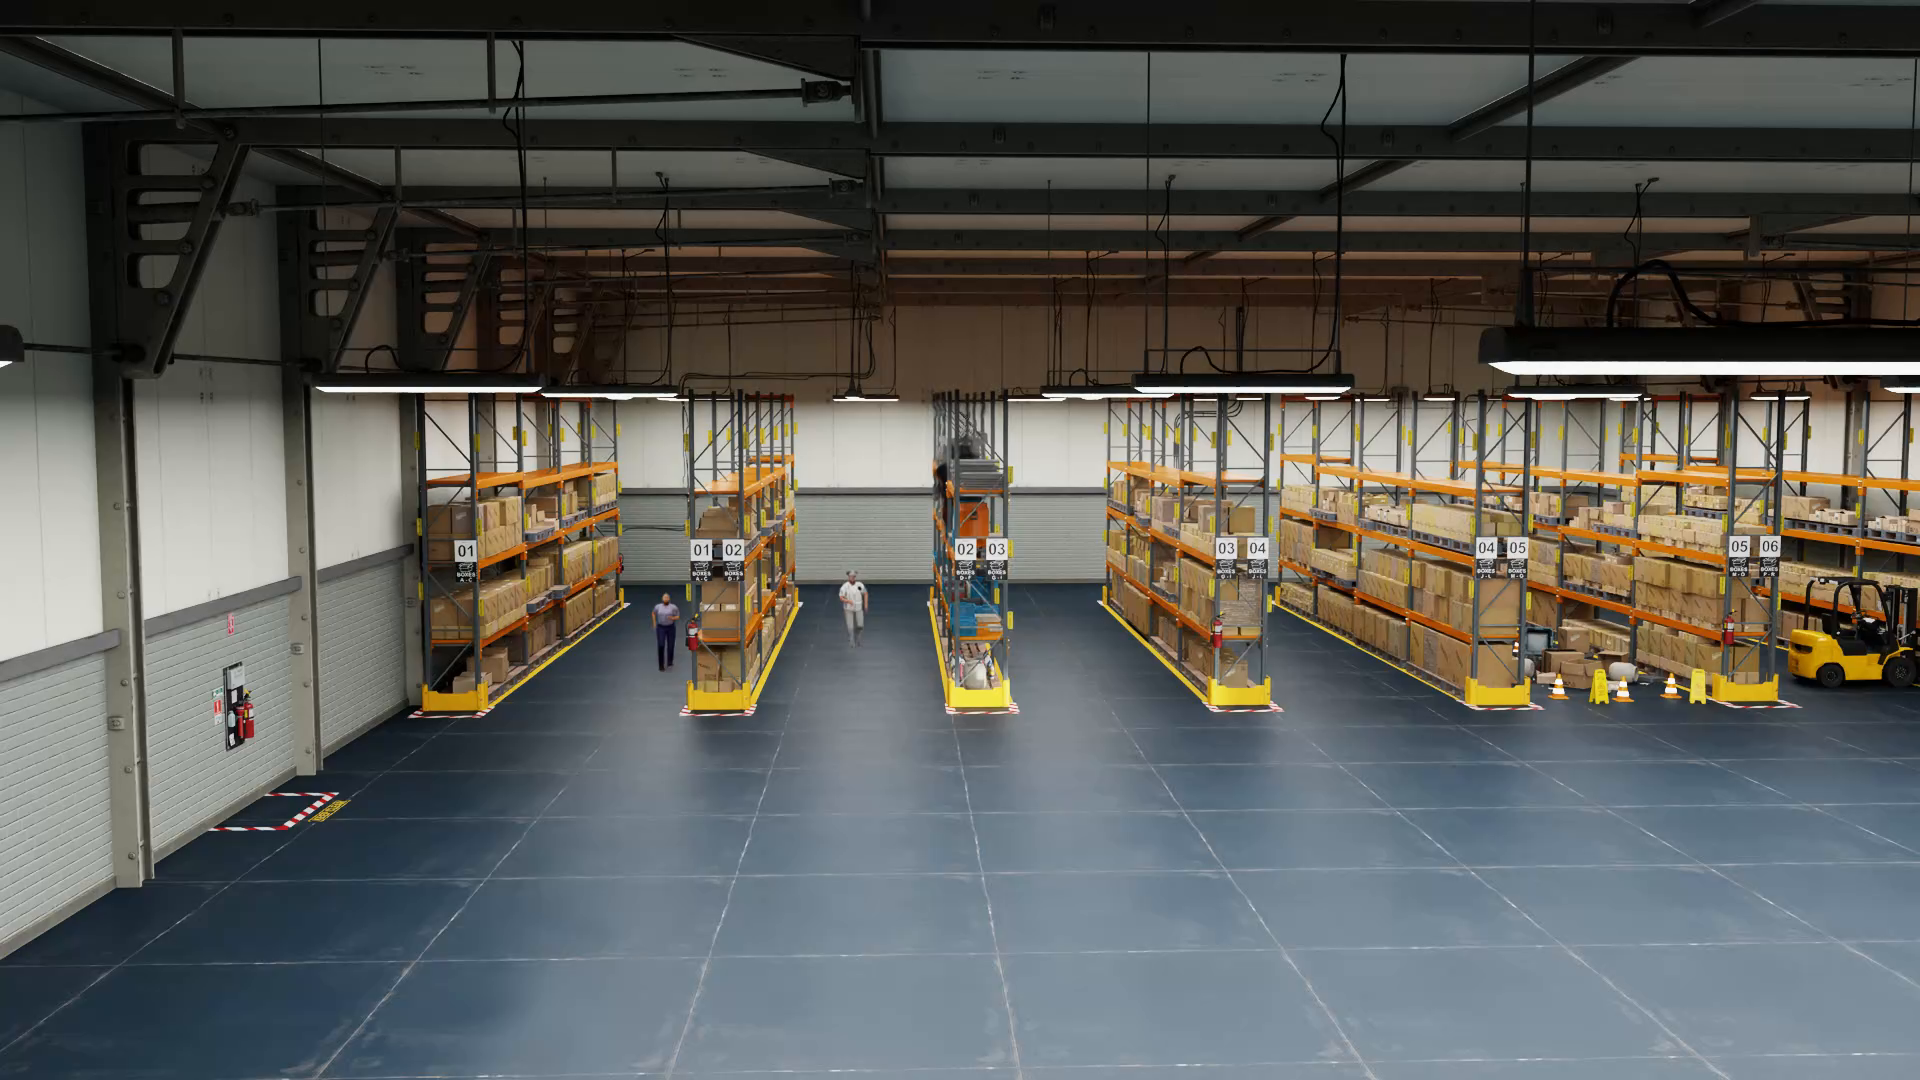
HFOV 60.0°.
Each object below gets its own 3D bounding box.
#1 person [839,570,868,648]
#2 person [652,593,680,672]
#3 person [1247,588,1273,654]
[{"bbox_3d":[-2.348,1.550,37.093,0.674,1.759,0.581,-1,5,-14],"label":"person"},{"bbox_3d":[-6.333,1.989,35.844,0.577,1.713,0.723,-1,5,-13],"label":"person"},{"bbox_3d":[6.953,1.721,38.587,0.666,1.769,0.907,0,5,-6],"label":"person"}]
